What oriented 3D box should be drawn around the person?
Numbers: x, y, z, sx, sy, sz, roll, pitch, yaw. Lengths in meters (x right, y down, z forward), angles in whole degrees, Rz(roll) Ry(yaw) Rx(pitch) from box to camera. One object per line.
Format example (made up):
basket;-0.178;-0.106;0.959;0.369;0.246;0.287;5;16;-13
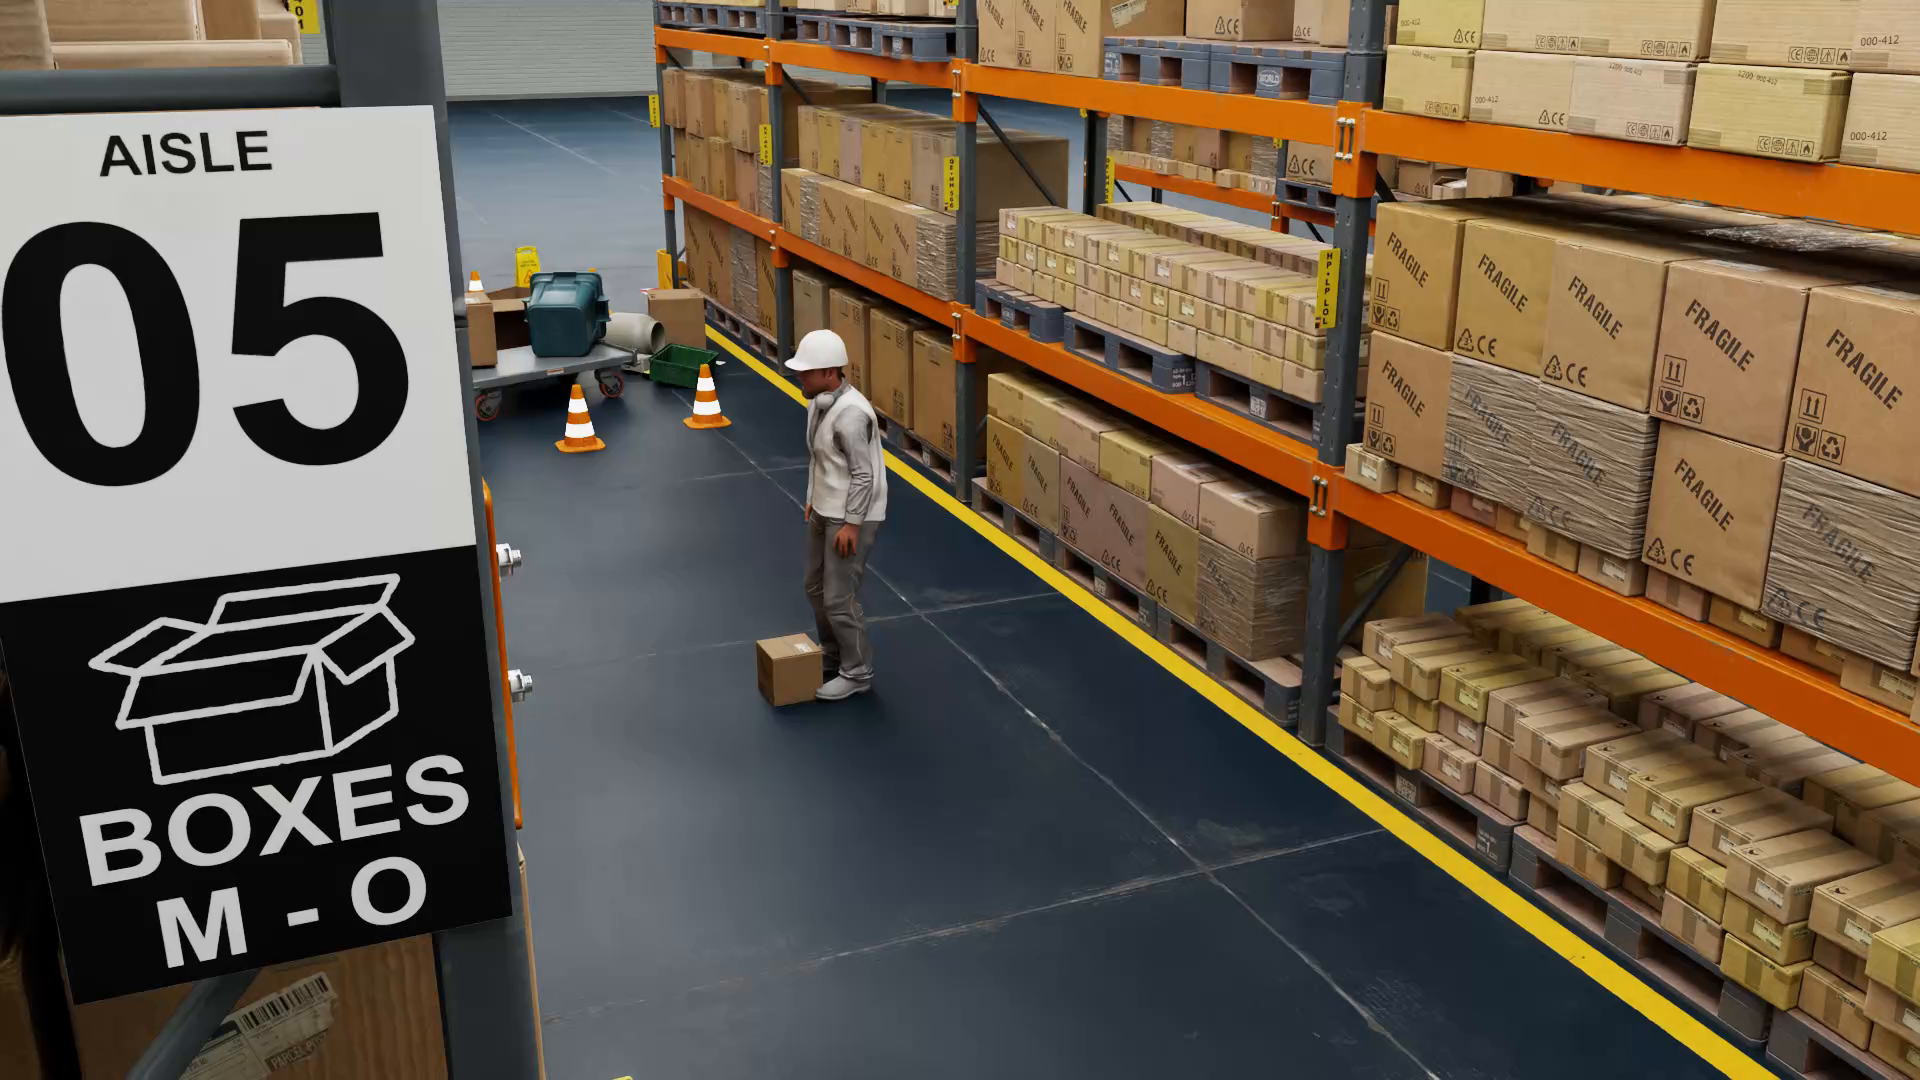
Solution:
person;-0.588;-0.131;7.909;0.463;1.770;0.578;-8;20;-23
